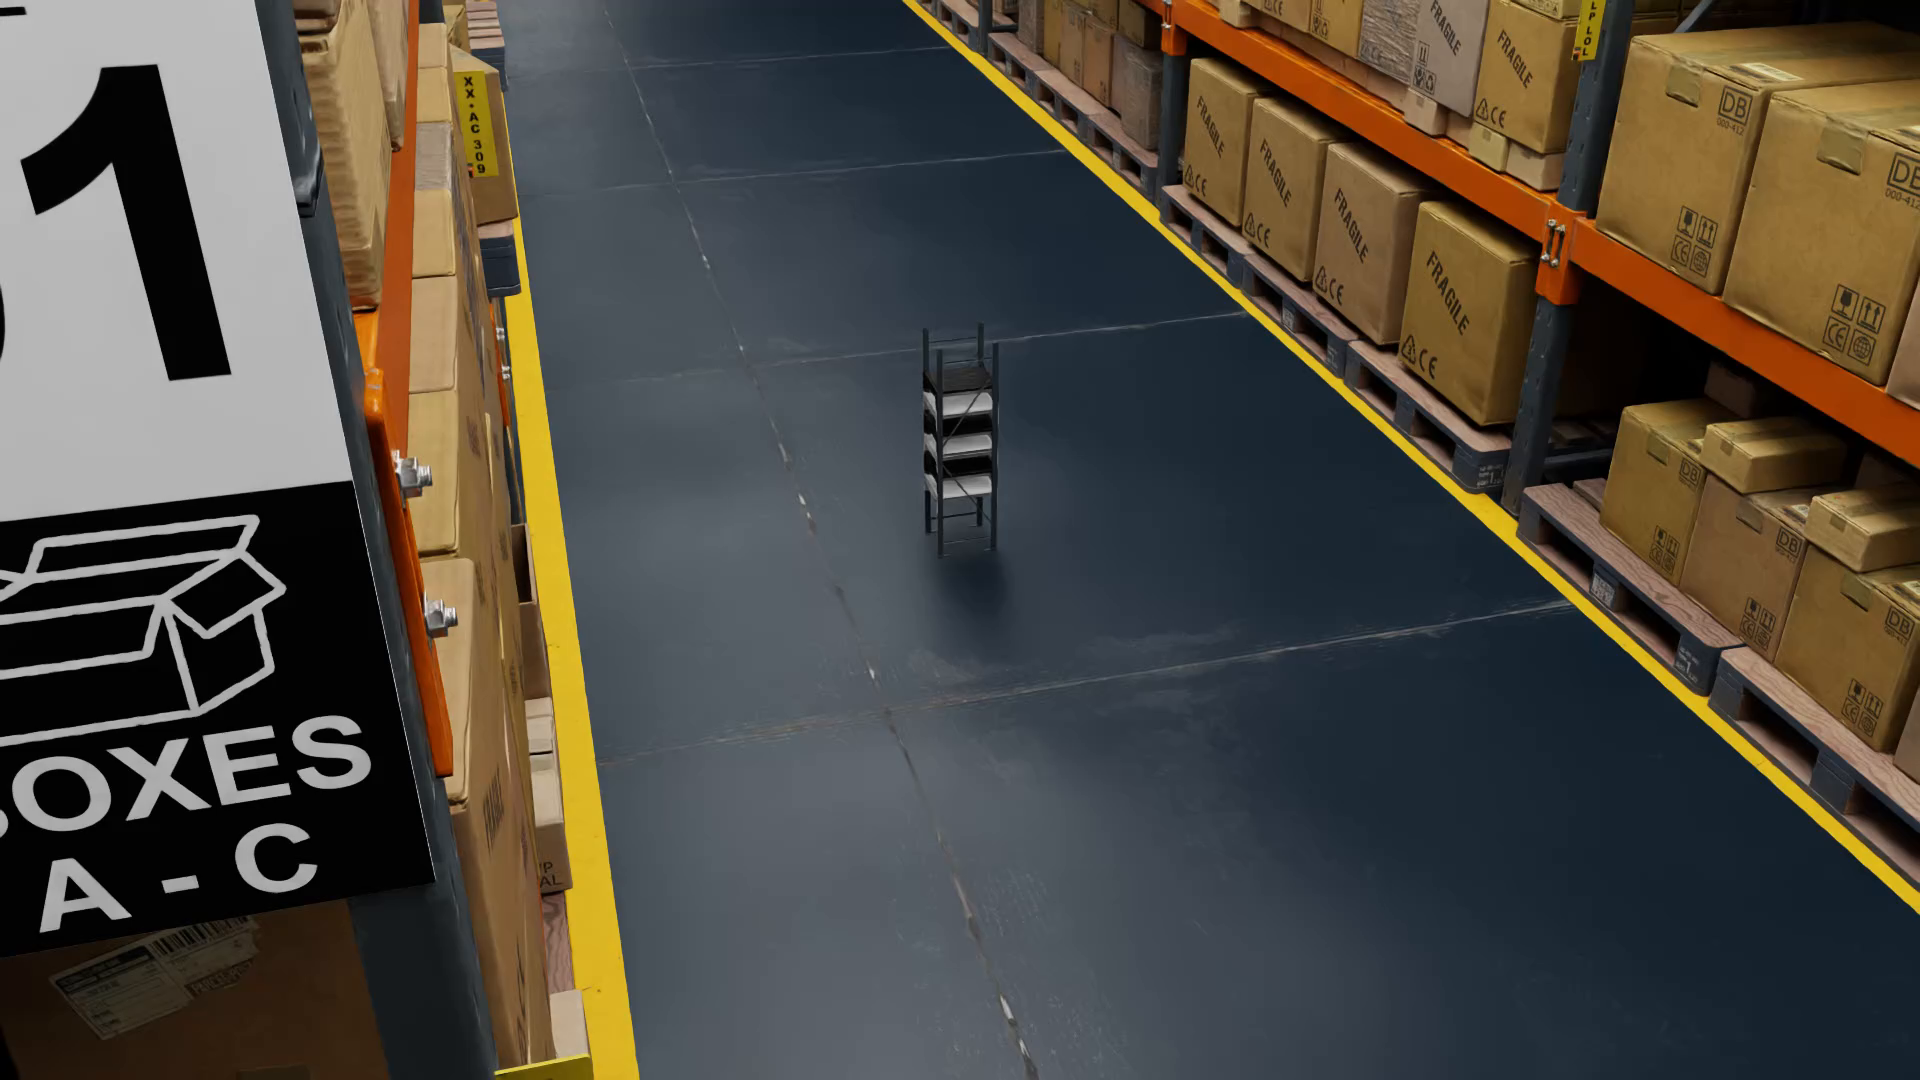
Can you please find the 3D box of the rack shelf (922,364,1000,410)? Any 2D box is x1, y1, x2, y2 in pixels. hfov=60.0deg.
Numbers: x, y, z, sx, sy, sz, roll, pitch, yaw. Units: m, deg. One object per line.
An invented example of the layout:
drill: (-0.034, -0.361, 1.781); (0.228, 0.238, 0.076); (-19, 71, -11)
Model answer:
rack shelf: (0.002, -0.590, 6.399); (0.258, 0.077, 0.200); (-8, 31, -13)

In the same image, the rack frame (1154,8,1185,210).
rack frame: (1.708, -3.413, 9.652); (1.000, 3.000, 0.127); (-8, 31, -13)

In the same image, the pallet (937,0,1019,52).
pallet: (0.434, -4.457, 14.240); (1.003, 0.211, 1.213); (-8, 31, -13)

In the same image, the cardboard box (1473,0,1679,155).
cardboard box: (2.404, -1.851, 6.537); (0.500, 0.500, 0.500); (-8, 31, -14)

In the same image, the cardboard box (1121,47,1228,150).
cardboard box: (1.466, -2.862, 10.756); (0.700, 0.500, 0.500); (-7, 31, -13)

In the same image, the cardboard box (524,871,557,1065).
cardboard box: (-0.807, 0.819, 2.241); (0.500, 0.500, 0.500); (-7, 31, -12)

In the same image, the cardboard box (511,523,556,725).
cardboard box: (-1.581, 0.309, 5.279); (0.500, 0.500, 0.500); (-8, 31, -13)

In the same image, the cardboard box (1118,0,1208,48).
cardboard box: (1.376, -3.470, 11.059); (0.500, 0.250, 0.500); (-7, 31, -12)

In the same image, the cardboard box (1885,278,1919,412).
cardboard box: (3.289, -0.643, 4.567); (0.980, 0.700, 0.700); (-9, 31, -16)

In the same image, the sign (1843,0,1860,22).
sign: (3.304, -1.964, 6.206); (0.100, 0.325, 0.005); (-8, 31, -13)

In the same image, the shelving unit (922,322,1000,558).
shelving unit: (0.002, -0.386, 6.518); (0.258, 0.900, 0.210); (-8, 31, -13)

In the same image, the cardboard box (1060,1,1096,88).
cardboard box: (1.140, -3.605, 12.040); (0.700, 0.500, 0.500); (-8, 31, -13)

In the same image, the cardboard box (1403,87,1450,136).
cardboard box: (2.165, -1.876, 7.228); (0.380, 0.149, 0.250); (-8, 31, -13)

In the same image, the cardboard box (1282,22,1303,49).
cardboard box: (1.882, -2.631, 8.532); (0.380, 0.149, 0.250); (-7, 31, -12)

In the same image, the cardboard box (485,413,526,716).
cardboard box: (-1.211, 0.086, 3.507); (0.500, 0.500, 0.500); (-7, 31, -13)

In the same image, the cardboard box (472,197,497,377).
cardboard box: (-1.625, -0.656, 4.790); (0.500, 0.500, 0.500); (-7, 31, -12)

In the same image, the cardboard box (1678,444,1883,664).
cardboard box: (2.999, 0.037, 5.767); (0.700, 0.500, 0.500); (-8, 31, -14)

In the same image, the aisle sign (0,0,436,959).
aisle sign: (-0.643, -0.020, 1.194); (0.394, 0.787, 0.004); (-8, 31, -13)

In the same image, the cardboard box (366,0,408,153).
cardboard box: (-0.955, -0.647, 2.029); (0.500, 0.250, 0.500); (-8, 31, -13)

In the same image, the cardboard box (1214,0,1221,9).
cardboard box: (1.630, -3.000, 9.169); (0.380, 0.149, 0.250); (-7, 31, -13)

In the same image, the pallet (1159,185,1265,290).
pallet: (1.844, -1.815, 9.675); (1.003, 0.211, 1.213); (-8, 31, -13)

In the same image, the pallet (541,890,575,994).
pallet: (-1.497, 1.309, 4.278); (1.003, 0.211, 1.213); (-8, 31, -13)

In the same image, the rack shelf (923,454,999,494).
rack shelf: (0.002, -0.279, 6.580); (0.258, 0.077, 0.200); (-8, 31, -13)

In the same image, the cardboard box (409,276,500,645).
cardboard box: (-1.081, -0.108, 2.844); (0.500, 0.500, 0.500); (-7, 31, -13)

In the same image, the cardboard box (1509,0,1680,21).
cardboard box: (2.399, -2.178, 6.353); (0.500, 0.250, 0.500); (-7, 31, -12)

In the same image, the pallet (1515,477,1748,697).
pallet: (2.896, 0.104, 6.360); (1.003, 0.211, 1.213); (-8, 31, -13)

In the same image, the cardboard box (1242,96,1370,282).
cardboard box: (2.003, -1.867, 8.709); (0.750, 0.750, 0.750); (-8, 31, -14)

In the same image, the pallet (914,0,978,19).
pallet: (0.106, -5.048, 15.260); (1.003, 0.211, 1.213); (-8, 31, -13)

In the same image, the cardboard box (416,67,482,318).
cardboard box: (-1.483, -0.839, 4.108); (0.500, 0.500, 0.500); (-8, 31, -14)

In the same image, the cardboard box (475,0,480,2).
cardboard box: (-3.950, -4.266, 12.703); (0.500, 0.500, 0.500); (-8, 31, -13)

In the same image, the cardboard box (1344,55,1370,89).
cardboard box: (2.052, -2.256, 7.883); (0.380, 0.149, 0.250); (-7, 31, -12)

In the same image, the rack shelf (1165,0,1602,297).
rack shelf: (2.239, -2.135, 8.163); (1.077, 0.370, 4.000); (-8, 31, -13)

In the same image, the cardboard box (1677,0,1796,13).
cardboard box: (2.899, -2.243, 6.465); (0.500, 0.250, 0.500); (-7, 31, -12)

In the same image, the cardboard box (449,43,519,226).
cardboard box: (-1.916, -1.304, 5.489); (0.700, 0.500, 0.500); (-19, 35, -30)

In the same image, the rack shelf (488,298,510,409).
rack shelf: (-2.536, -1.475, 7.022); (1.077, 0.370, 4.000); (-8, 31, -13)

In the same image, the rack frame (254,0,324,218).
rack frame: (-0.944, -1.485, 0.332); (1.000, 3.000, 0.127); (-8, 31, -13)

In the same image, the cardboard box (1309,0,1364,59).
cardboard box: (1.996, -2.580, 7.797); (0.500, 0.500, 0.500); (-7, 31, -12)

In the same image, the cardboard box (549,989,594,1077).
cardboard box: (-1.080, 1.328, 3.767); (0.500, 0.250, 0.500); (-8, 31, -13)

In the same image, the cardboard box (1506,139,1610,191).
cardboard box: (2.407, -1.506, 6.589); (0.380, 0.149, 0.250); (-8, 31, -13)

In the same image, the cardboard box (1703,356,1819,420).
cardboard box: (3.022, -0.583, 6.191); (0.380, 0.149, 0.250); (-8, 31, -14)

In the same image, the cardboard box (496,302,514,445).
cardboard box: (-2.177, -0.693, 7.010); (0.500, 0.500, 0.500); (-7, 31, -13)
